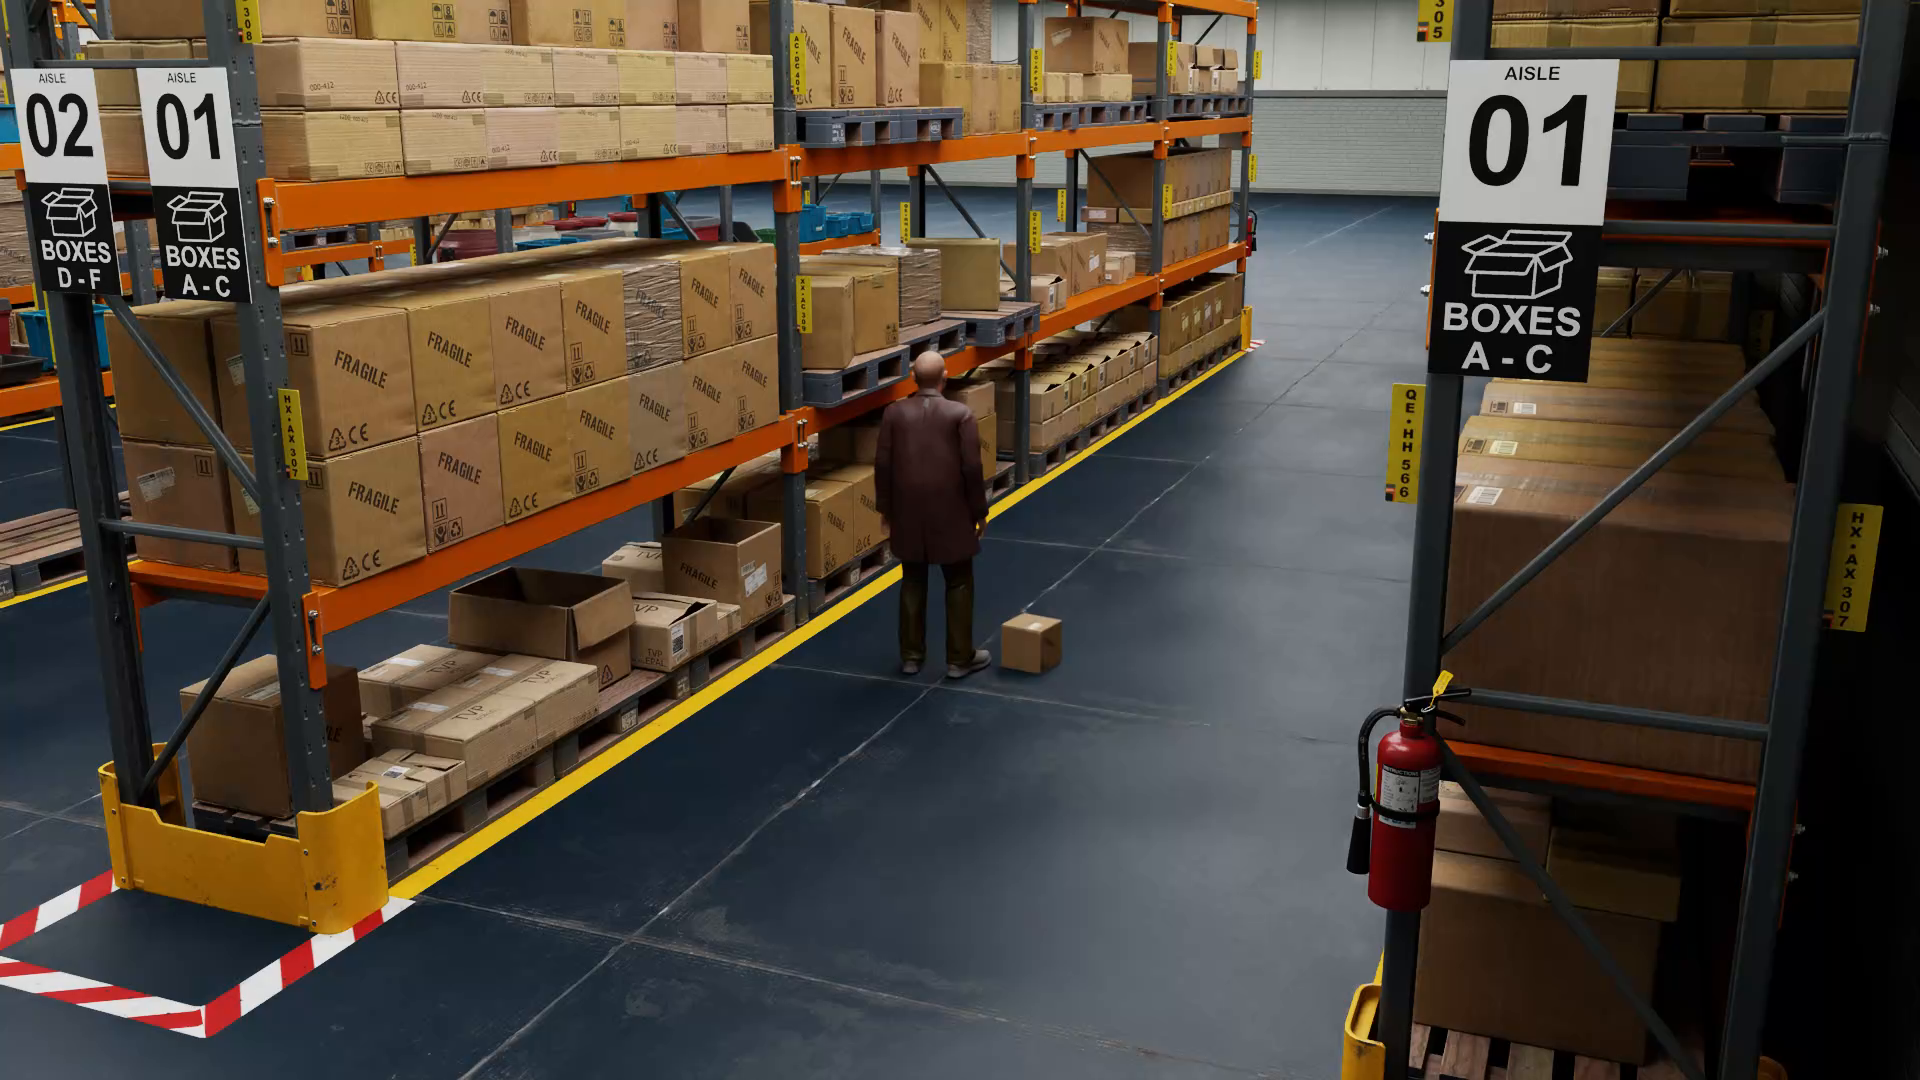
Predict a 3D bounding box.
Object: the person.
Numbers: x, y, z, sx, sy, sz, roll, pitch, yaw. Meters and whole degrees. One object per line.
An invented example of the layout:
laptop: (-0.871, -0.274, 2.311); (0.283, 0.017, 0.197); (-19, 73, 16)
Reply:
person: (-0.151, -0.140, 9.069); (0.641, 1.772, 0.432); (4, 16, 16)
